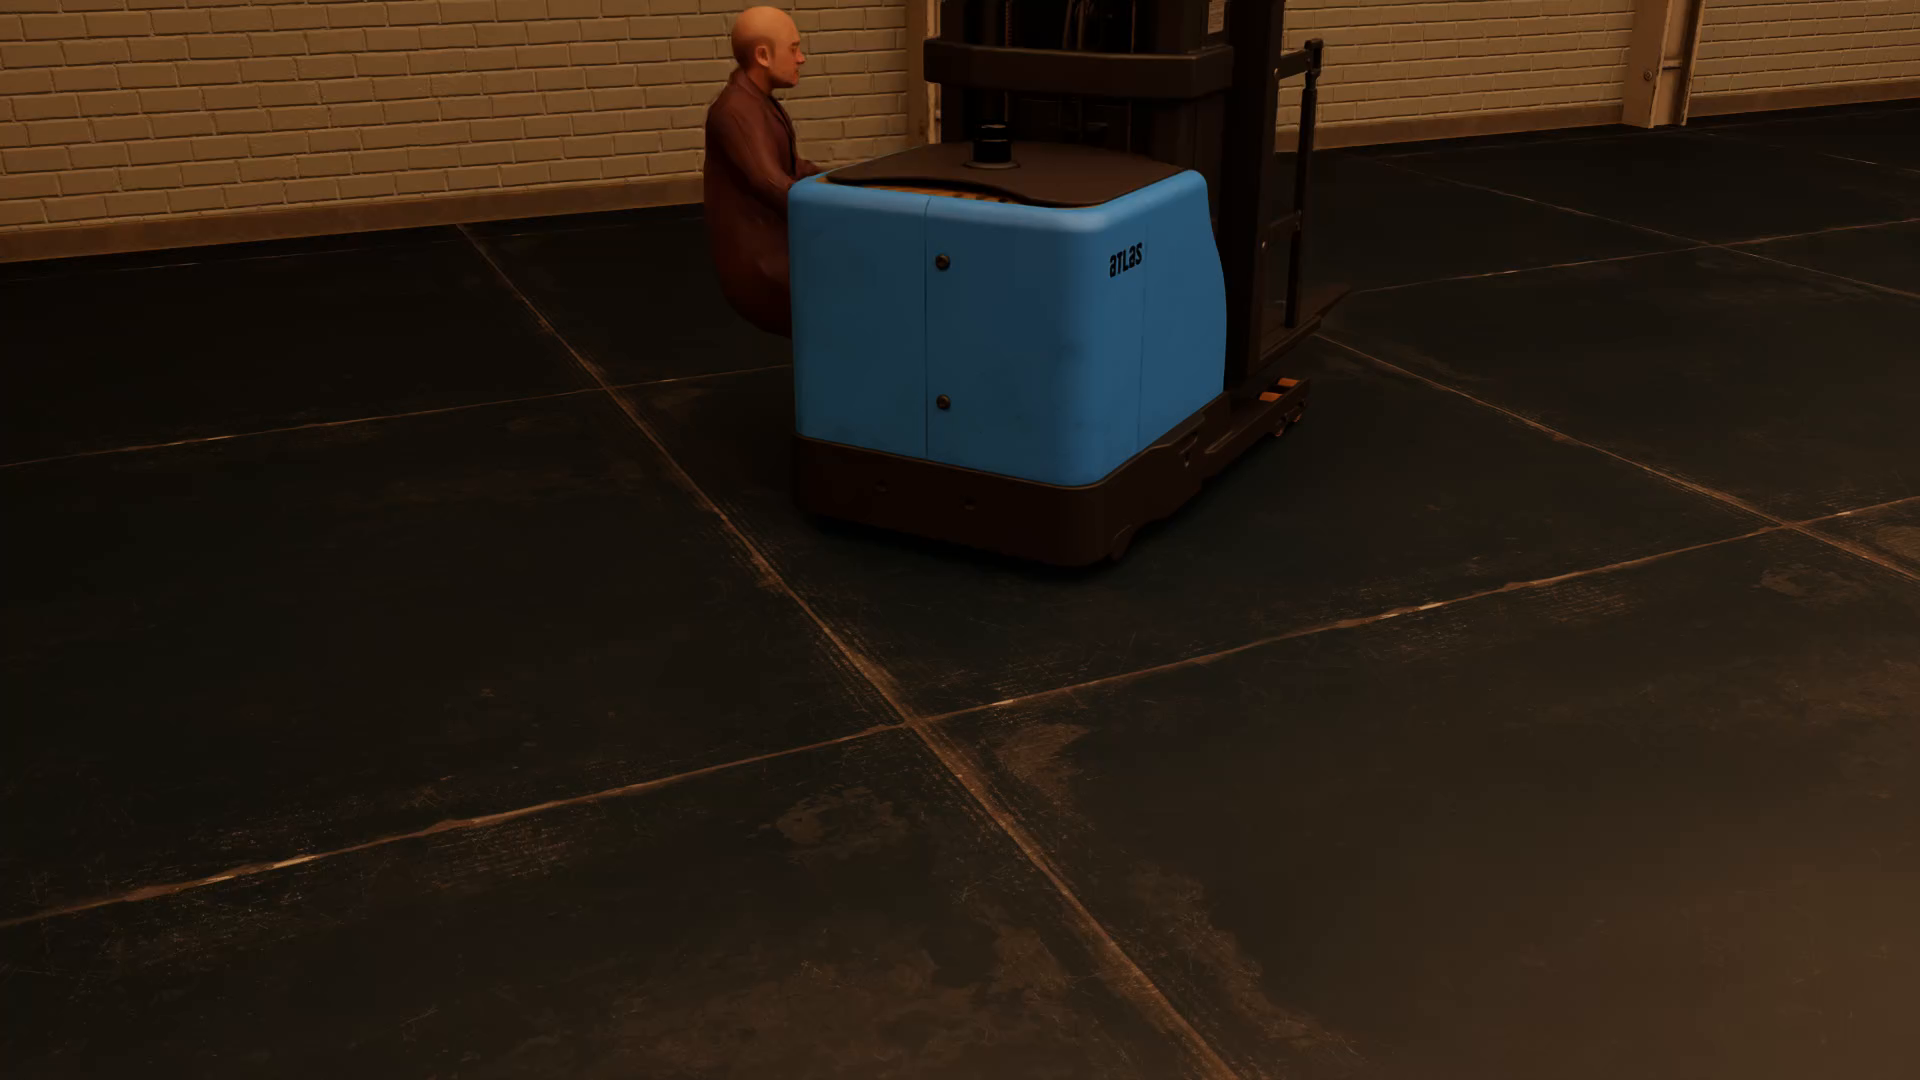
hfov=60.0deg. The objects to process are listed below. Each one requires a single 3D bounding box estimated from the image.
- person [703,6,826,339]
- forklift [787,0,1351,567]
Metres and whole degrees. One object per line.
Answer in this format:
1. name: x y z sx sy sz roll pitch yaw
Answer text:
1. person: -0.369 -0.927 5.433 0.908 1.565 0.862 -4 23 -8
2. forklift: 0.643 -1.800 5.618 1.130 2.935 3.031 12 26 27
